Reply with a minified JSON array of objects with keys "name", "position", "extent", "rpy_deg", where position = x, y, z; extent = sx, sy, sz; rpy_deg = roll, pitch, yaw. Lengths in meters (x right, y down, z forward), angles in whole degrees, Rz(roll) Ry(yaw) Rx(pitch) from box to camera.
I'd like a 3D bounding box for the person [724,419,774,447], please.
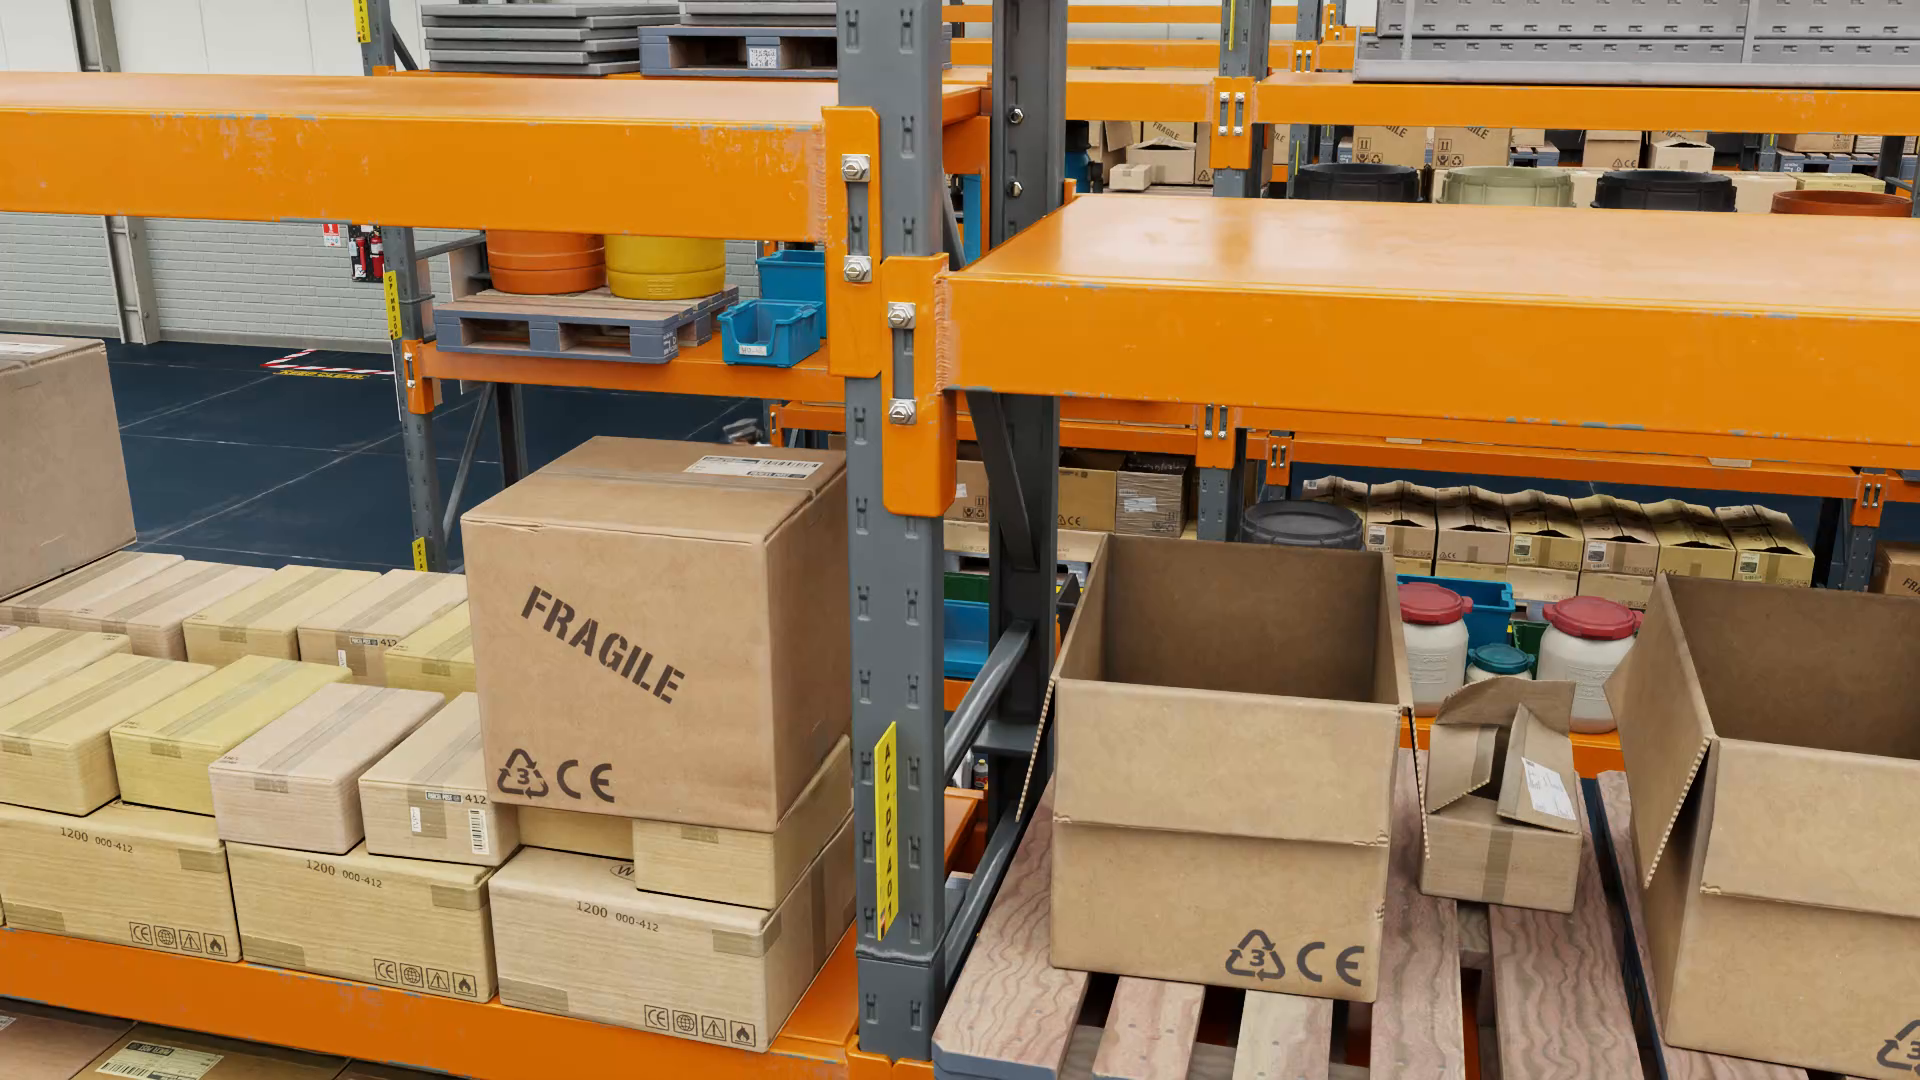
[{"name":"person","position":[-1.368,-0.131,12.176],"extent":[0.692,1.531,0.408],"rpy_deg":[4,19,12]}]
